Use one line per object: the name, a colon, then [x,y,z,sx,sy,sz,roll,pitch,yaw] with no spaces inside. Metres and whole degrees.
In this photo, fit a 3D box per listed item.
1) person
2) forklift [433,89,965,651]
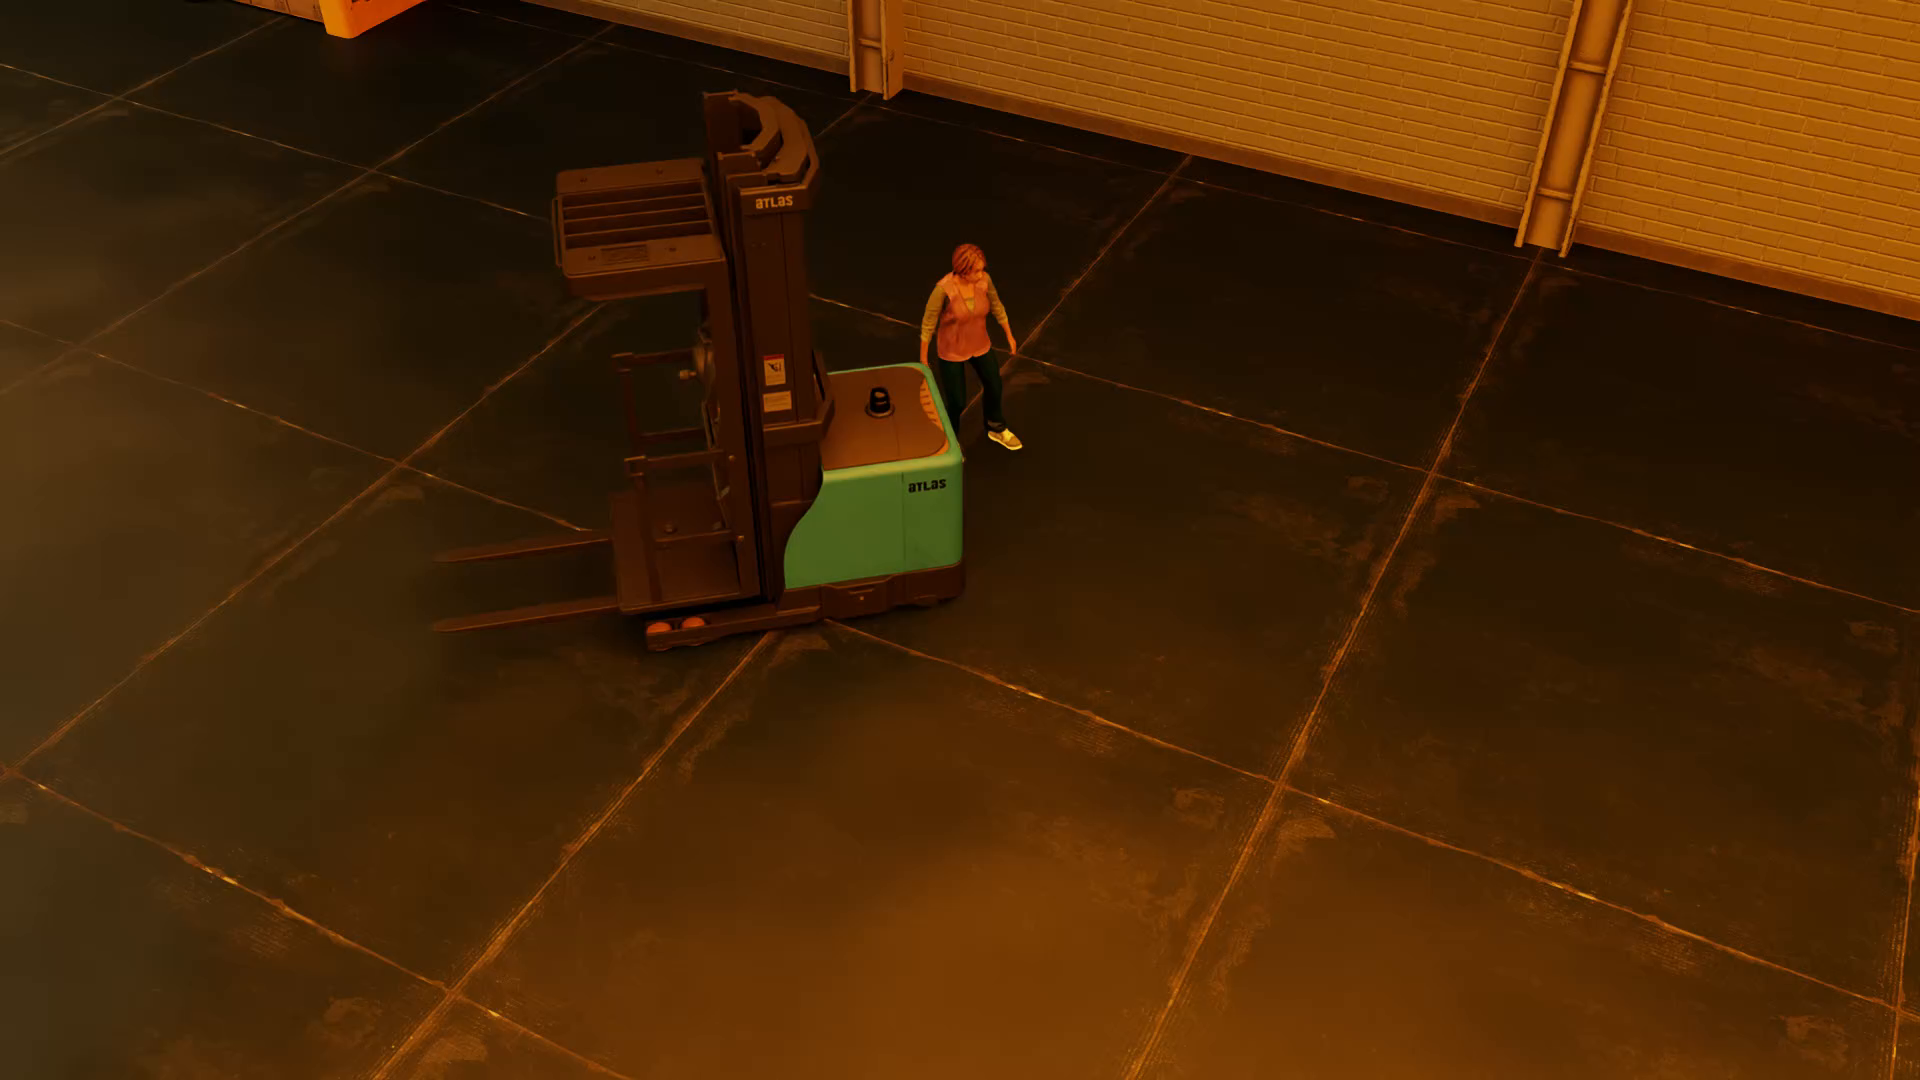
person: [0.051,-1.189,10.457,0.664,1.573,0.347,-20,44,-22]
forklift: [-1.543,-0.860,9.008,3.031,2.935,1.130,-8,41,-10]
